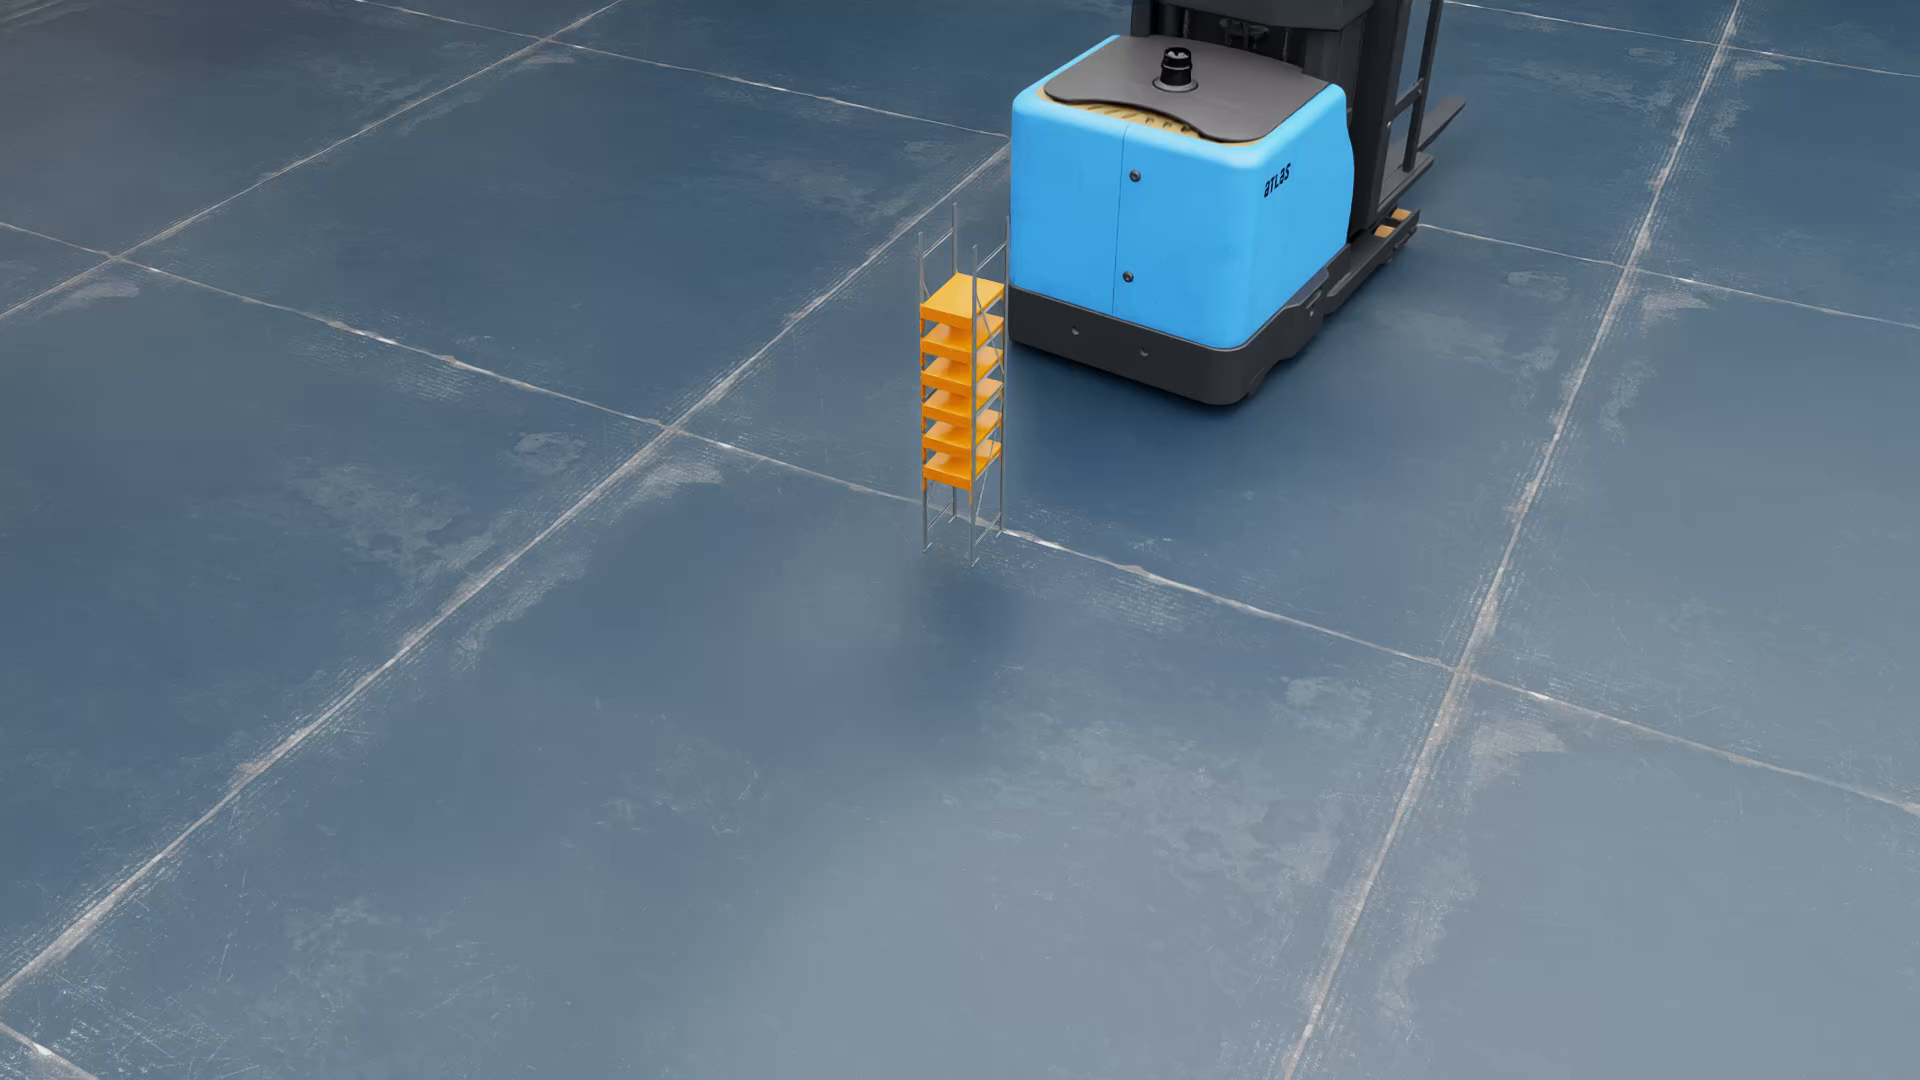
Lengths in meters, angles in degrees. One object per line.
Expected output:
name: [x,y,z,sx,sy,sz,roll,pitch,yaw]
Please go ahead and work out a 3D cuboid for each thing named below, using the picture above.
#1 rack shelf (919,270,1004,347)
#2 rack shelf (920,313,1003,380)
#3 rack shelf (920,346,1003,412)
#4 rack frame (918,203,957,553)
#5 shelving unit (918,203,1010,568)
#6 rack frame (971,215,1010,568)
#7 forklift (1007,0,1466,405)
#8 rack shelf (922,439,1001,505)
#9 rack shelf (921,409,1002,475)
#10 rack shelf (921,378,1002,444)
rack shelf: [0.013,-0.725,5.191,0.180,0.103,0.258,17,41,21]
rack shelf: [0.013,-0.630,5.264,0.180,0.103,0.258,17,41,21]
rack shelf: [0.013,-0.534,5.336,0.180,0.103,0.258,17,41,21]
rack frame: [-0.068,-0.499,5.415,0.006,1.200,0.240,17,41,21]
shelving unit: [0.013,-0.474,5.382,0.189,1.200,0.258,17,41,21]
rack frame: [0.094,-0.448,5.348,0.006,1.200,0.240,17,41,21]
forklift: [1.408,-2.535,6.665,1.130,2.935,3.031,22,42,26]
rack shelf: [0.013,-0.247,5.554,0.180,0.103,0.258,17,41,21]
rack shelf: [0.013,-0.343,5.481,0.180,0.103,0.258,17,41,21]
rack shelf: [0.013,-0.438,5.409,0.180,0.103,0.258,17,41,21]
